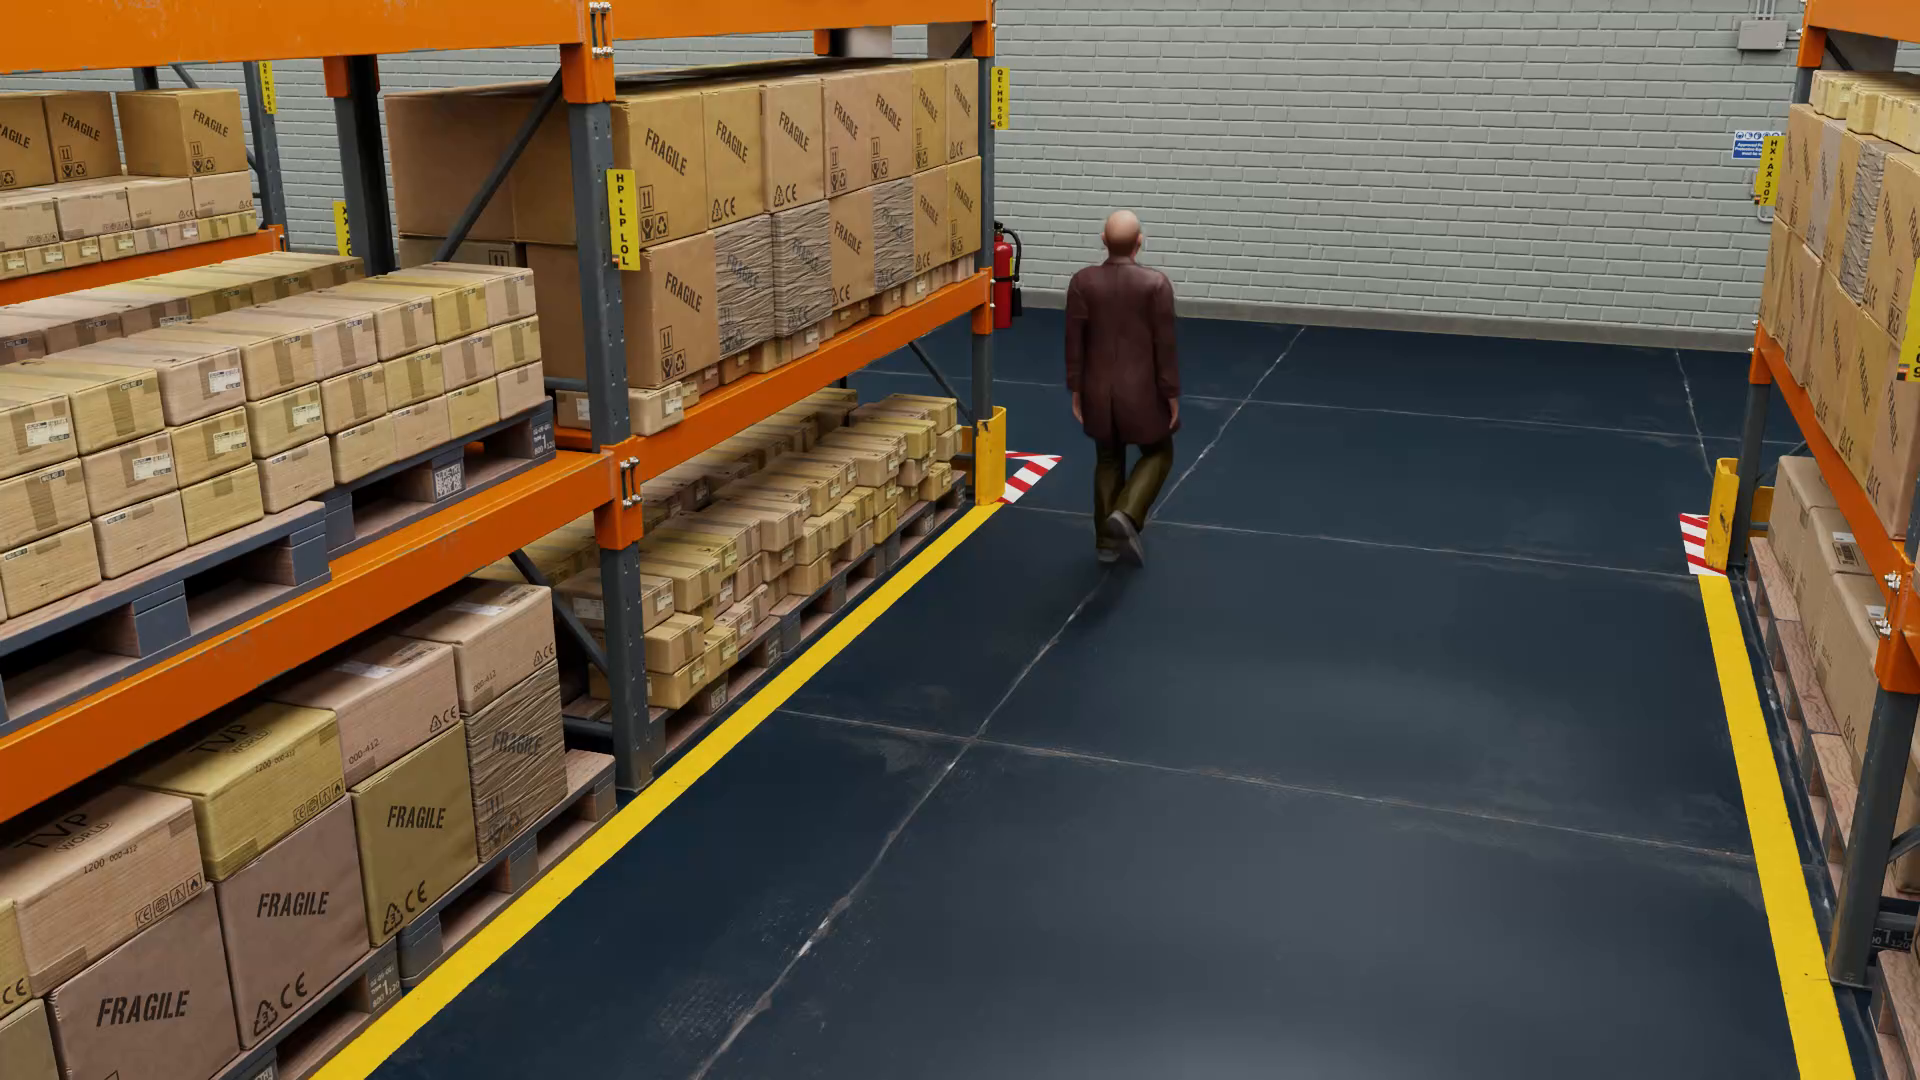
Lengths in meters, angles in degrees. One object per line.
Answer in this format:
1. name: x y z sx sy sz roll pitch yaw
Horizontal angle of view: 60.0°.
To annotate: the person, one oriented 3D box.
1. person: 0.801 -0.727 8.176 0.600 1.770 0.601 8 20 23
